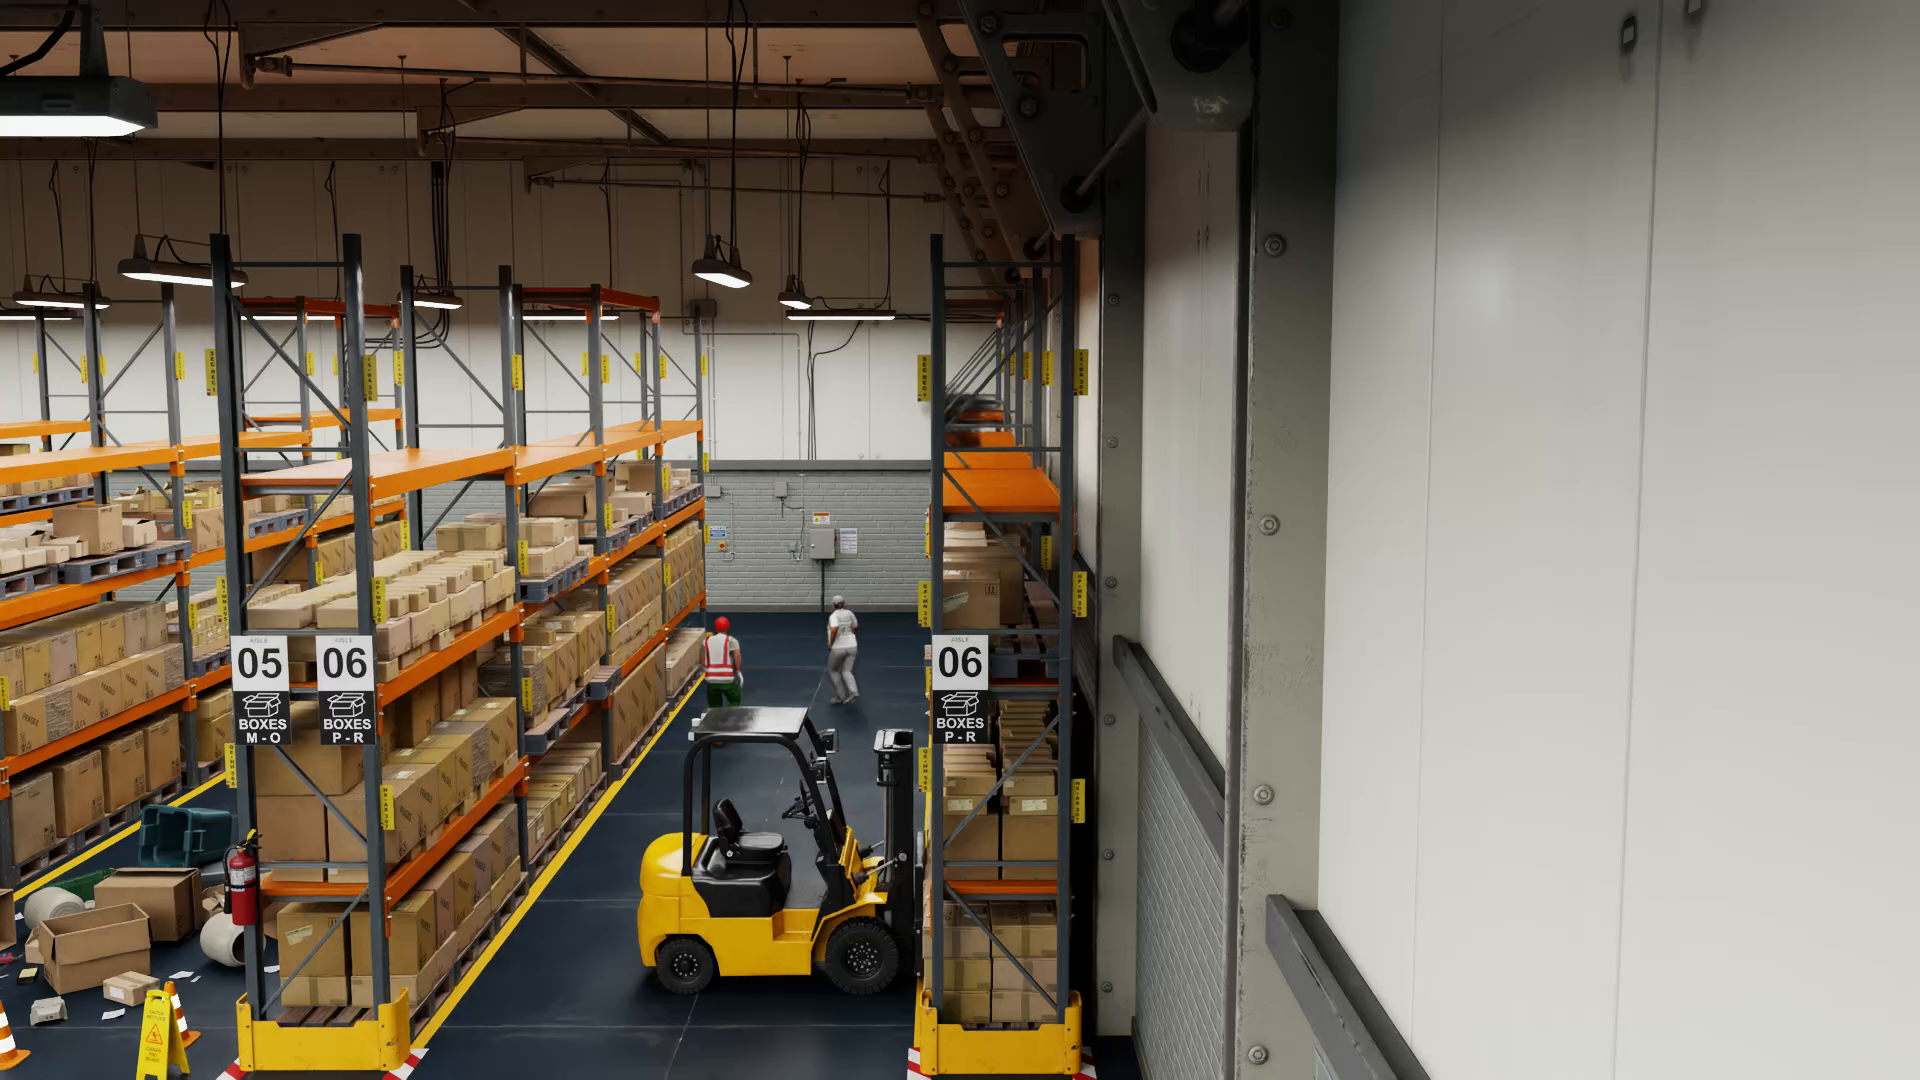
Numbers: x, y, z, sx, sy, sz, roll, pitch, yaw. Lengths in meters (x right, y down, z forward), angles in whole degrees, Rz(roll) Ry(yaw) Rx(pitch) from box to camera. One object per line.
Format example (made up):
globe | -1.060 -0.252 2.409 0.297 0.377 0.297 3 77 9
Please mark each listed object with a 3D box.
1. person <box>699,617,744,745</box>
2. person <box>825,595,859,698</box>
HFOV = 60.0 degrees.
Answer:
person | -3.209 1.879 22.426 0.673 1.640 0.815 1 6 5
person | -1.680 1.598 24.549 0.580 1.539 0.729 -4 8 -33
